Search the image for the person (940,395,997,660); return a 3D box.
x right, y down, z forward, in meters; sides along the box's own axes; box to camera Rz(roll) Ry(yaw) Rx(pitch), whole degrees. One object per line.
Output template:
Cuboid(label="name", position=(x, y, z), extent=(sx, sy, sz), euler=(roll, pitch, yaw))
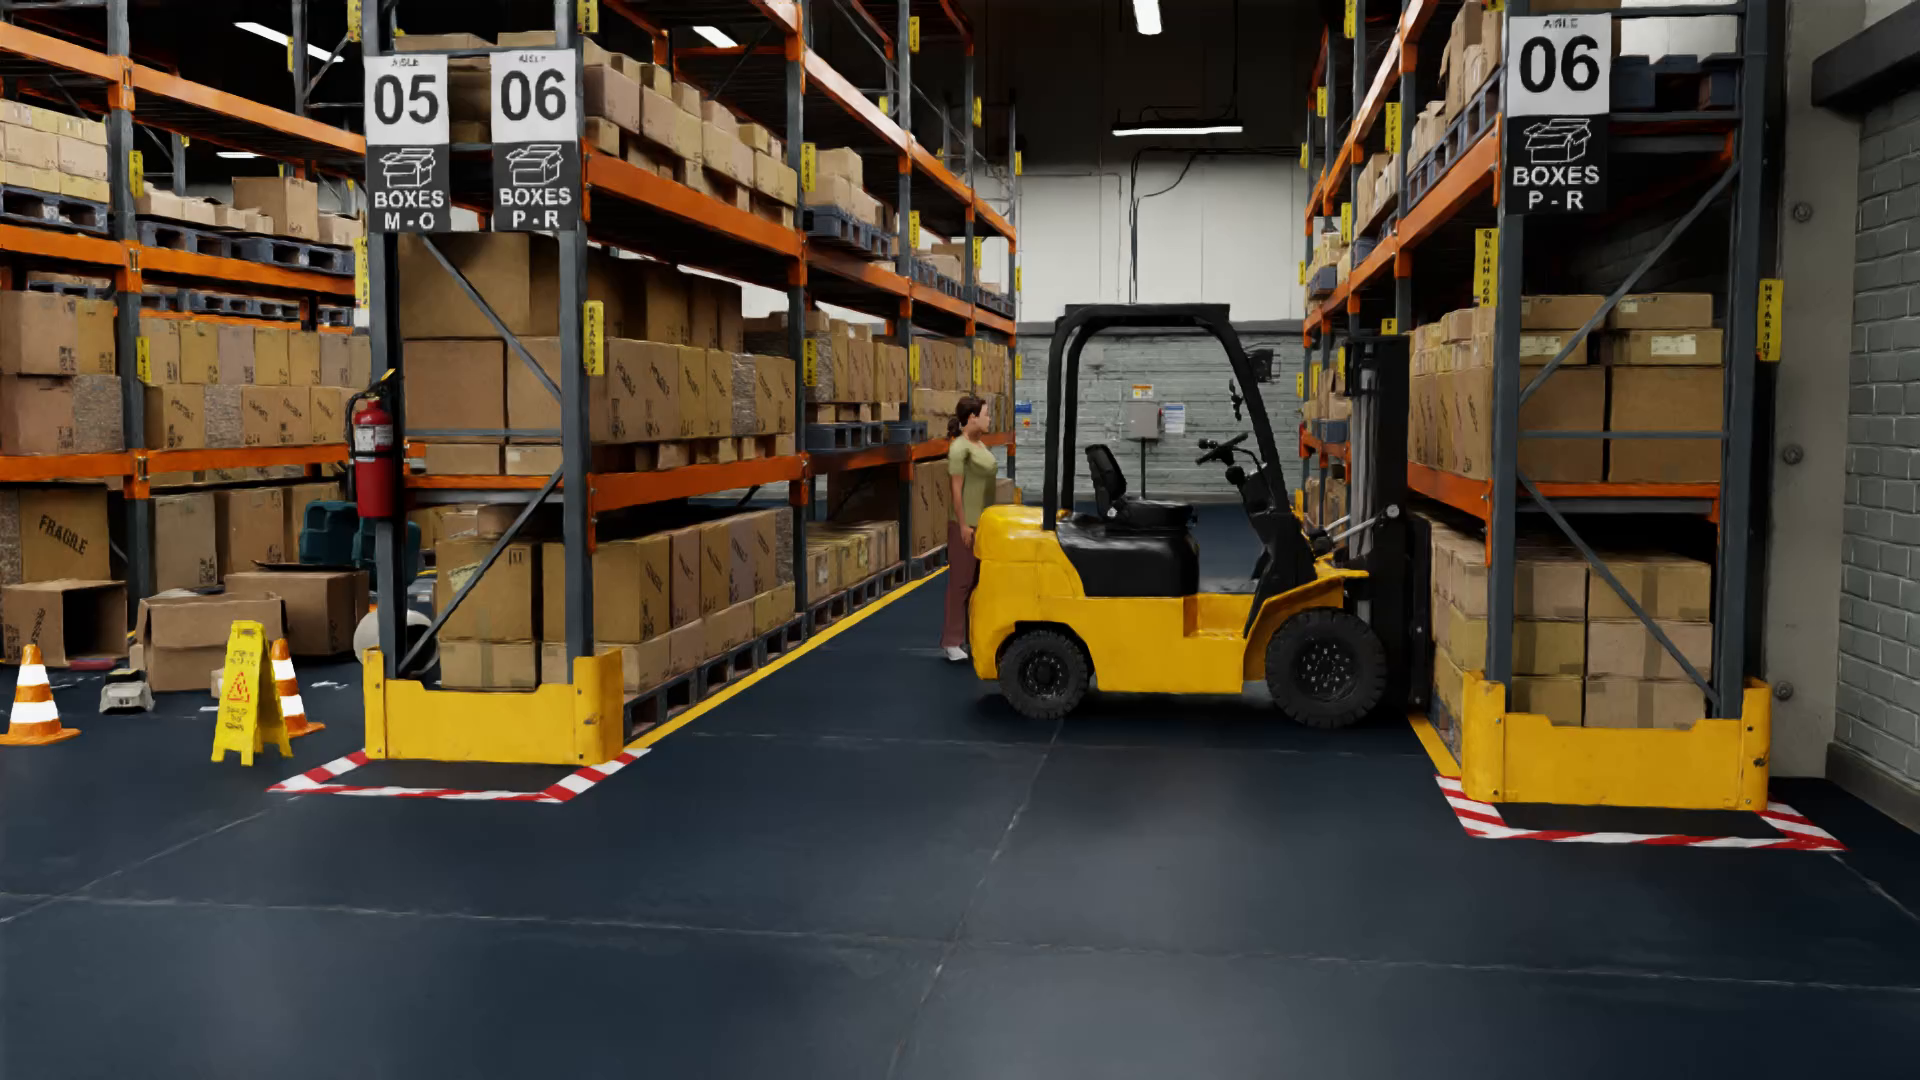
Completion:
Cuboid(label="person", position=(0.087, -0.083, 10.652), extent=(0.366, 1.679, 0.538), euler=(2, 5, 27))
